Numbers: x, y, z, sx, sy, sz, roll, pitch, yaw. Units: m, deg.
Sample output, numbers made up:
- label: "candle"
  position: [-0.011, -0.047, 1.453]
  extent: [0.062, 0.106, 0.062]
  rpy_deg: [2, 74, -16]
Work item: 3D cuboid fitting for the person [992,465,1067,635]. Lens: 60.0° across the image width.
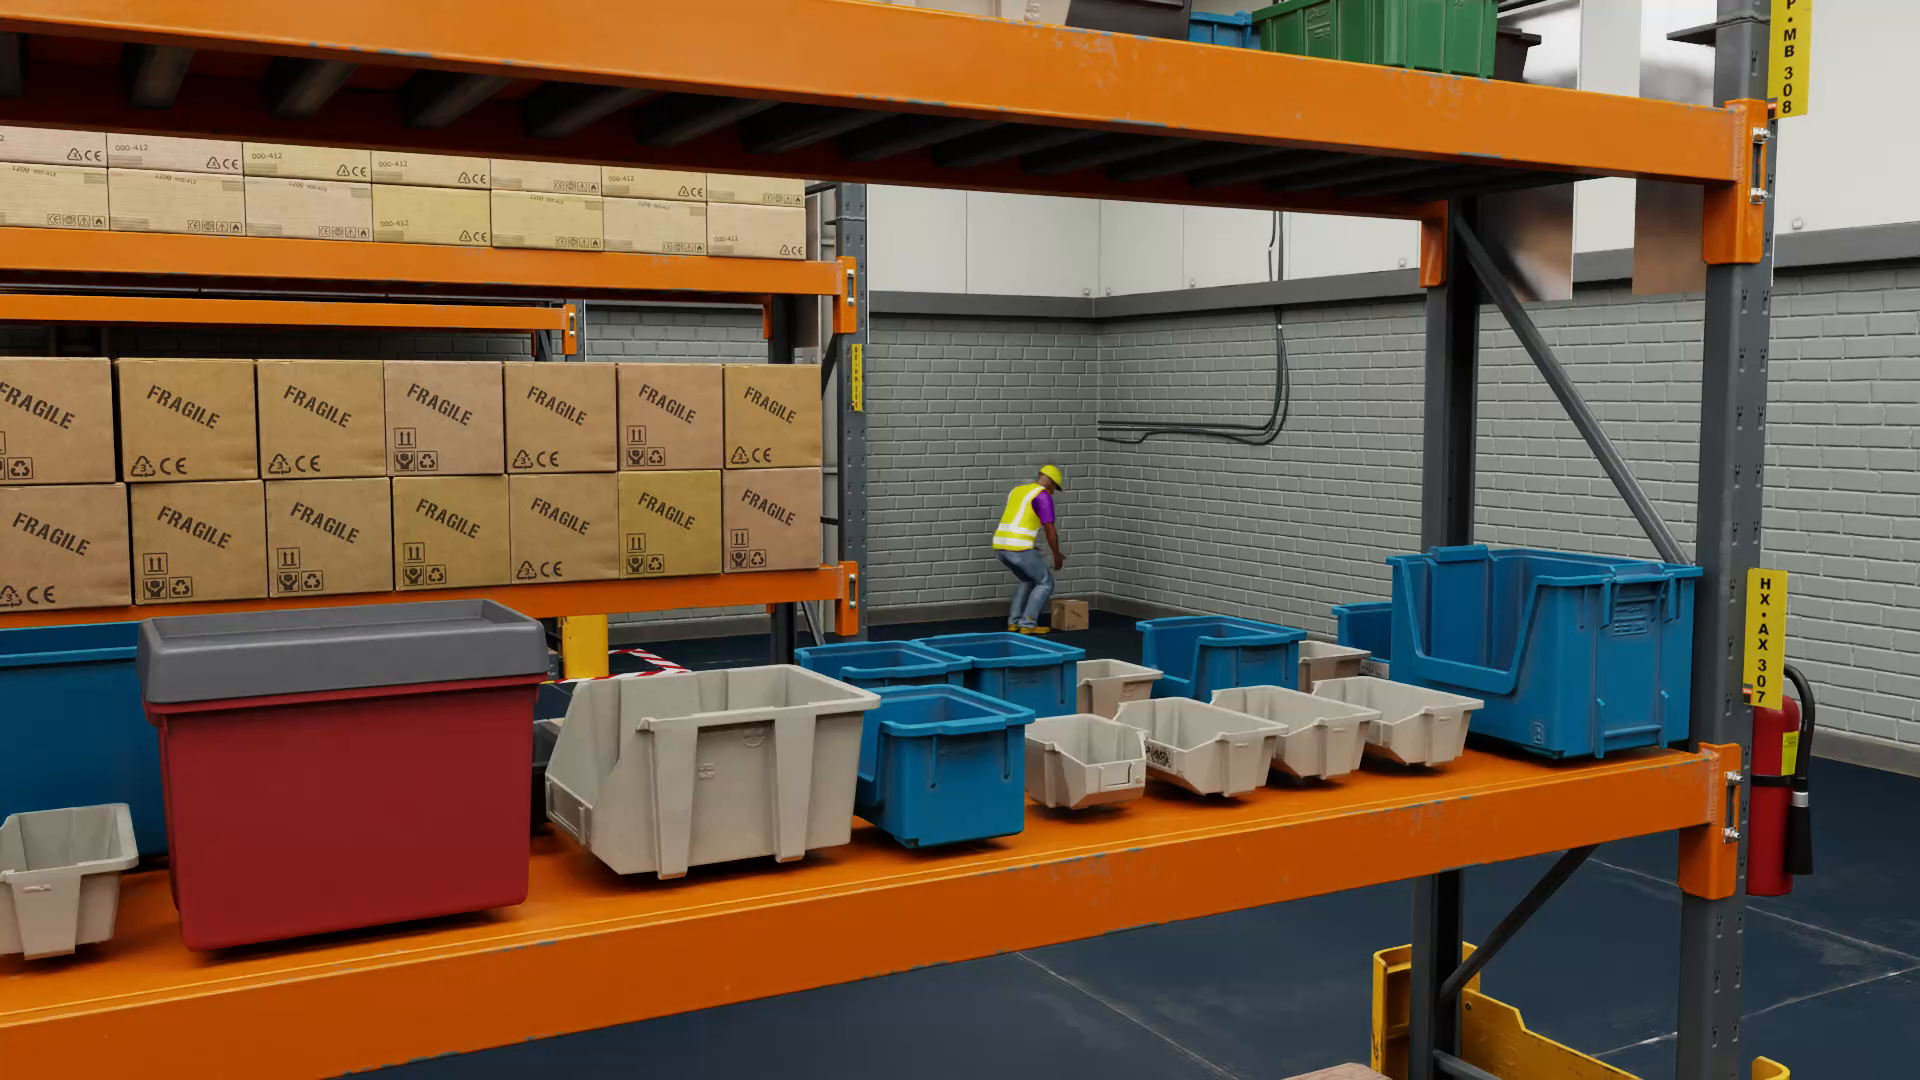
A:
- label: "person"
  position: [0.628, 0.080, 15.139]
  extent: [0.687, 1.517, 0.627]
  rpy_deg: [-3, 6, -28]
